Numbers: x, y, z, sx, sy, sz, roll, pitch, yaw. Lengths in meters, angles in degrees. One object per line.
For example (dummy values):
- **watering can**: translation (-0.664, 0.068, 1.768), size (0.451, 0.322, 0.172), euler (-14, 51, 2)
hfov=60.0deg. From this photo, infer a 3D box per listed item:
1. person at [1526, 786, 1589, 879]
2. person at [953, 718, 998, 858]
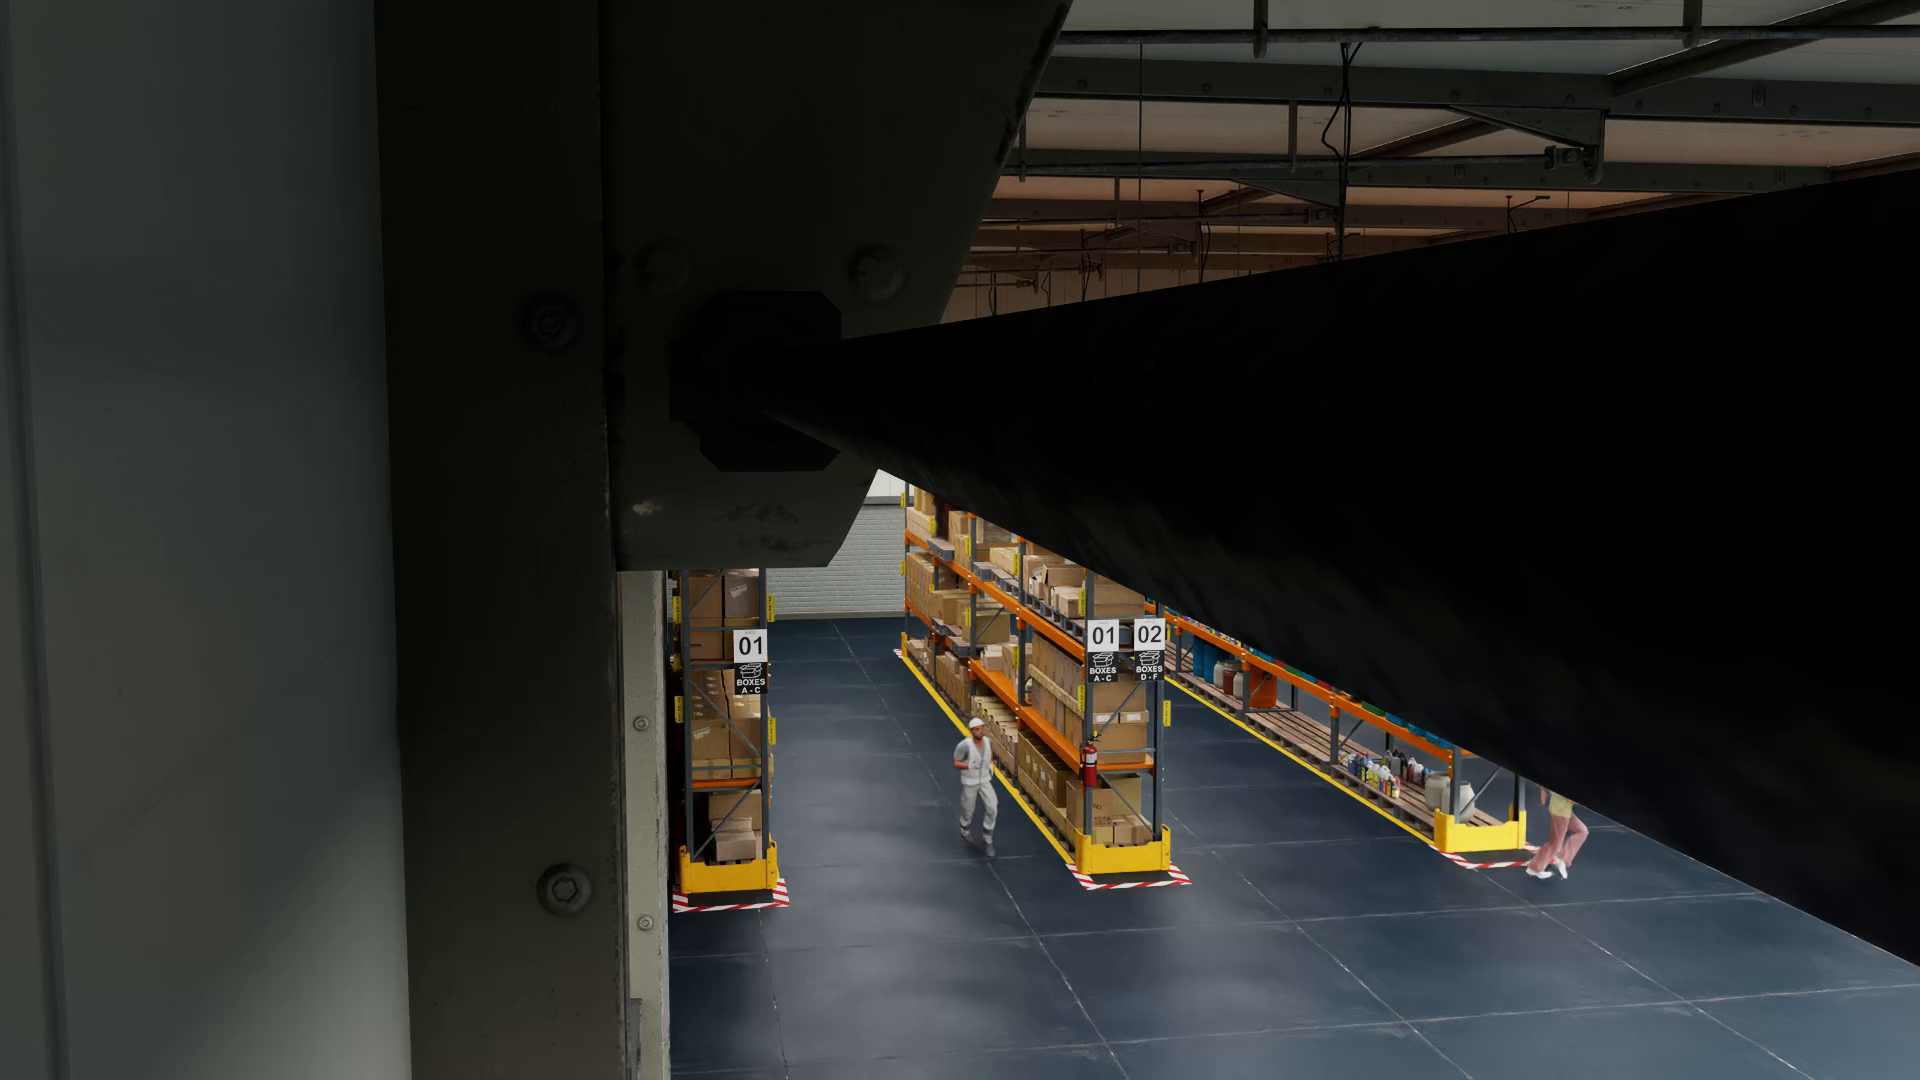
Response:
- **person**: translation (7.393, 3.373, 20.458), size (0.759, 1.621, 0.608), euler (1, 6, 7)
- **person**: translation (0.176, 3.205, 21.718), size (0.631, 1.823, 0.825), euler (-2, 6, -20)
